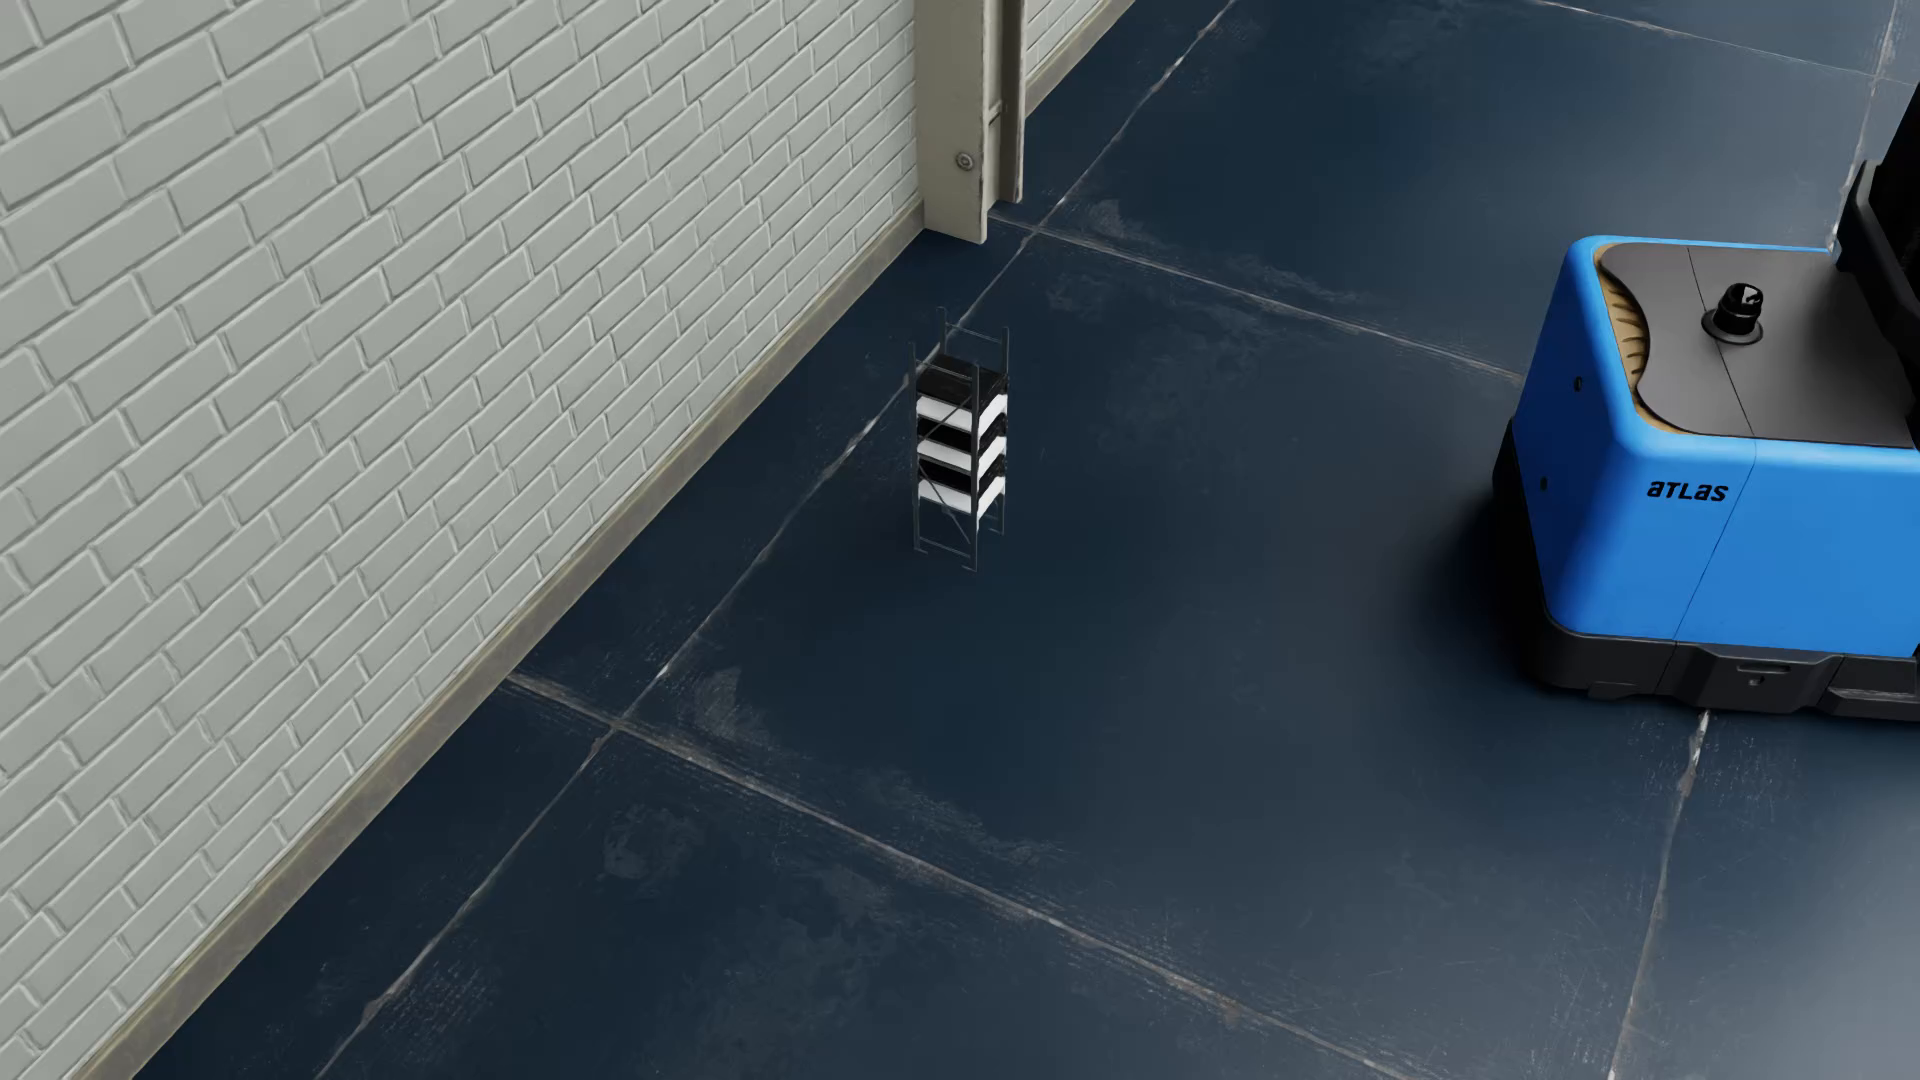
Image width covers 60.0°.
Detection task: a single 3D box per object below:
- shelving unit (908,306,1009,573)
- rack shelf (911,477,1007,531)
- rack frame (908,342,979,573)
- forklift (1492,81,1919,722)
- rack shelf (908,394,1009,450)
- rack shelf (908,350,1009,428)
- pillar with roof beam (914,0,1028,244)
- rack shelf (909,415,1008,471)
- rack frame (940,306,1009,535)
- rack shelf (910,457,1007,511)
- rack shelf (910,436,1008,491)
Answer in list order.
[{"bbox_3d":[-0.004,-0.311,5.425,0.258,0.900,0.210,20,49,19],"label":"shelving unit"},{"bbox_3d":[-0.004,-0.161,5.577,0.258,0.077,0.200,20,49,19],"label":"rack shelf"},{"bbox_3d":[-0.051,-0.247,5.362,0.240,0.900,0.006,20,49,19],"label":"rack frame"},{"bbox_3d":[3.339,-0.788,4.468,3.031,2.935,1.130,4,45,4],"label":"forklift"},{"bbox_3d":[-0.004,-0.414,5.321,0.258,0.077,0.200,20,49,19],"label":"rack shelf"},{"bbox_3d":[-0.004,-0.478,5.257,0.258,0.077,0.200,20,49,19],"label":"rack shelf"},{"bbox_3d":[3.858,-3.156,2.543,9.100,9.000,0.400,20,49,19],"label":"pillar with roof beam"},{"bbox_3d":[-0.004,-0.351,5.385,0.258,0.077,0.200,20,49,19],"label":"rack shelf"},{"bbox_3d":[0.043,-0.375,5.488,0.240,0.900,0.006,20,49,19],"label":"rack frame"},{"bbox_3d":[-0.004,-0.225,5.513,0.258,0.077,0.200,20,49,19],"label":"rack shelf"},{"bbox_3d":[-0.004,-0.288,5.449,0.258,0.077,0.200,20,49,19],"label":"rack shelf"}]
